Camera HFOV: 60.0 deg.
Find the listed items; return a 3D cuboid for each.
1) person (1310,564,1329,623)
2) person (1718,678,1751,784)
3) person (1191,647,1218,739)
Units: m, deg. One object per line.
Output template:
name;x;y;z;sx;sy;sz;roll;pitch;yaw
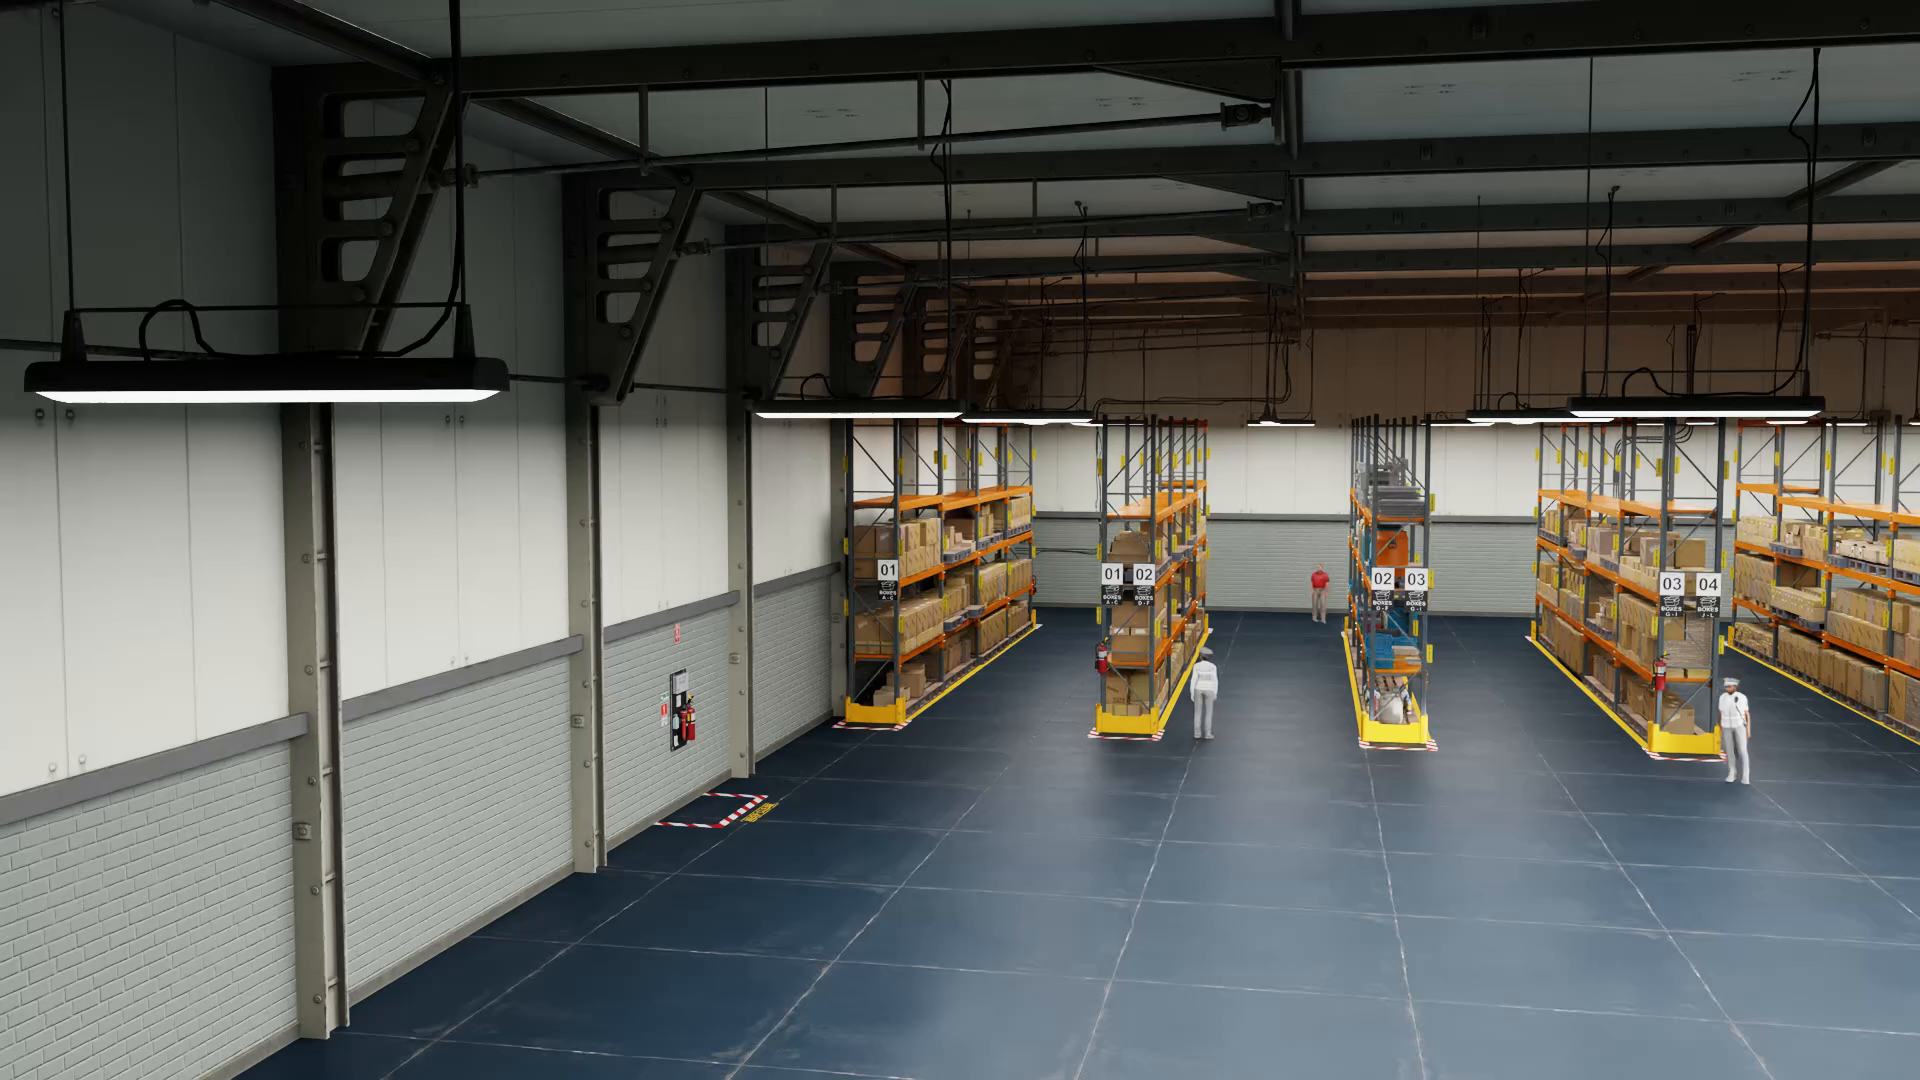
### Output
person;10.690;1.588;49.399;0.548;1.748;0.530;0;4;7
person;12.597;3.098;27.054;0.543;1.727;0.359;4;5;43
person;4.526;2.825;30.754;0.494;1.697;0.341;2;4;27
